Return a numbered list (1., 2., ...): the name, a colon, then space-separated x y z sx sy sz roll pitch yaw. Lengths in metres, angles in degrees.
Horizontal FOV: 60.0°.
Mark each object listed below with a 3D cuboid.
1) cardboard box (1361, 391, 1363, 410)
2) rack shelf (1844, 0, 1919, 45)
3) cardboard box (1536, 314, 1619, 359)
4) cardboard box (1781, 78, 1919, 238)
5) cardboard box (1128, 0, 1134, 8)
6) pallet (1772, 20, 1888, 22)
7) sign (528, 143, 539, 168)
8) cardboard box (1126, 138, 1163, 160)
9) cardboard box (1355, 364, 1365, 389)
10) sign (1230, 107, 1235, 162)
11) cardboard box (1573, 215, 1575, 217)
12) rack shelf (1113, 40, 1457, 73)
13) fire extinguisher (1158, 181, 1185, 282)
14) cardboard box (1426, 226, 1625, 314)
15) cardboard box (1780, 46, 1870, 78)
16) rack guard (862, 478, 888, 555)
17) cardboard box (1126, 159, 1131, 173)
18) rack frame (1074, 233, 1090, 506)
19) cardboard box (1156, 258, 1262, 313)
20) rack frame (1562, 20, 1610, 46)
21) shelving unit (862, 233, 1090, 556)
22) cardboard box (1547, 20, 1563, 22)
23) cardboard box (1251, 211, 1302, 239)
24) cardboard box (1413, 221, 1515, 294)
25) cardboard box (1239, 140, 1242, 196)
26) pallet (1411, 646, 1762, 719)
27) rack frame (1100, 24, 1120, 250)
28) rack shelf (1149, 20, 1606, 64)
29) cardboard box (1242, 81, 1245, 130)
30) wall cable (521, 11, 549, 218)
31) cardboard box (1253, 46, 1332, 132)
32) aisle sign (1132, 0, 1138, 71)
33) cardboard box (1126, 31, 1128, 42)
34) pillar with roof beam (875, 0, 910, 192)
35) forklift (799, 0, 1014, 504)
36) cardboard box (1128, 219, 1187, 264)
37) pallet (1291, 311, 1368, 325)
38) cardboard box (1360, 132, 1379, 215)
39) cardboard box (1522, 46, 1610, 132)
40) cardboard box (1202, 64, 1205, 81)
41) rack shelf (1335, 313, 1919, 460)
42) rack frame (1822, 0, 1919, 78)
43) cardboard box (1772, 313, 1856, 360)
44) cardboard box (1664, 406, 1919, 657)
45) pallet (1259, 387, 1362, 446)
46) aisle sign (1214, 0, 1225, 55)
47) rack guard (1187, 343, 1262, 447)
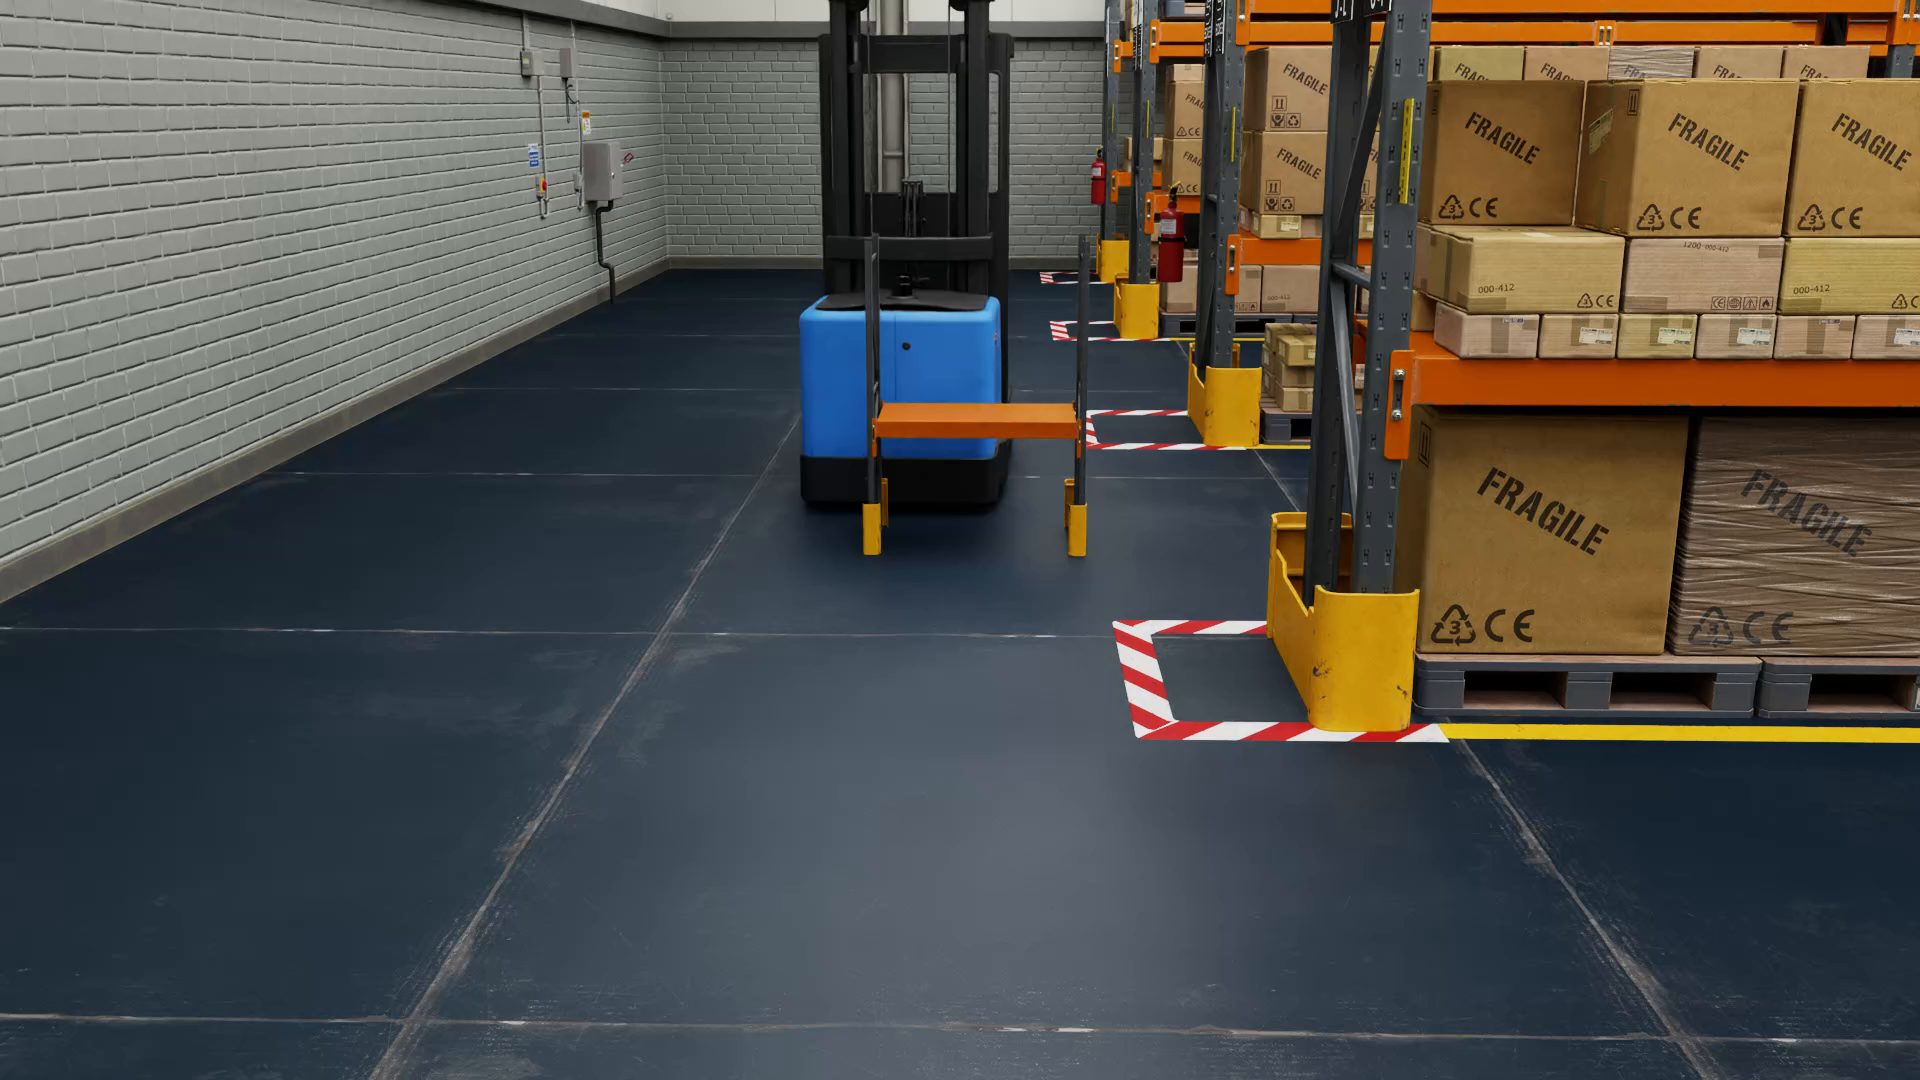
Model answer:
1. cardboard box: 2.704 -0.953 10.836 0.250 0.149 0.380 1 15 2
2. rack shelf: 7.674 -3.257 10.336 4.000 0.370 1.077 0 15 1
3. cardboard box: 2.051 -0.720 5.682 0.250 0.149 0.380 0 15 1
4. cardboard box: 2.939 -1.286 5.576 0.500 0.500 0.500 0 15 0
5. cardboard box: 2.261 -6.419 19.641 0.500 0.250 0.500 0 15 1
6. pallet: 7.936 -4.761 14.995 1.213 0.211 1.003 1 15 4
7. sign: -3.999 -3.606 15.599 0.001 0.218 0.327 0 15 1
8. cardboard box: 2.271 -4.722 20.069 0.500 0.250 0.500 0 15 2
9. cardboard box: 2.465 -1.077 10.724 0.250 0.149 0.380 0 15 1
10. sign: 1.662 -2.474 10.140 0.005 0.325 0.100 0 15 1
11. cardboard box: 3.818 -1.980 10.458 0.250 0.149 0.380 1 15 3
12. rack shelf: 3.824 -5.812 20.020 4.000 0.370 1.077 0 15 1
13. fire extinguisher: 1.436 -2.095 11.284 0.183 0.674 0.296 0 15 1
14. cardboard box: 1.921 -0.929 5.691 0.500 0.250 0.500 0 15 0
15. cardboard box: 5.198 -2.777 10.248 0.500 0.500 0.500 0 15 -1
16. rack guard: -0.422 -0.124 8.318 0.087 0.250 0.587 0 15 1
17. cardboard box: 2.146 -4.529 20.119 0.250 0.149 0.380 0 15 1
18. rack frame: 0.593 -0.721 8.134 0.032 1.500 0.500 0 15 1
19. cardboard box: 2.364 -2.442 15.916 0.875 0.438 0.875 0 15 0
20. rack frame: 5.700 -3.431 15.463 0.127 3.000 1.000 0 15 1
21. shelving unit: 0.076 -0.725 8.147 1.083 1.500 0.587 0 15 1
22. cardboard box: 7.167 -6.300 19.932 0.250 0.149 0.380 0 15 0
23. cardboard box: 1.991 -1.987 10.482 0.250 0.149 0.380 0 15 1
24. cardboard box: 1.939 -1.065 6.209 0.500 0.250 0.500 0 15 1
25. cardboard box: 2.680 -3.433 15.274 0.500 0.500 0.500 0 15 1
26. pallet: 2.249 0.404 6.395 1.213 0.211 1.003 0 15 1
27. rack frame: 1.824 -4.723 20.360 0.127 3.000 1.000 0 15 1
28. rack shelf: 3.701 -4.546 15.222 4.000 0.370 1.077 0 15 1
29. cardboard box: 2.691 -3.911 15.128 0.500 0.500 0.500 0 15 0
30. wall cable: -3.936 -3.994 15.545 0.123 1.953 0.585 0 15 1
31. cardboard box: 2.118 -2.799 10.329 0.500 0.500 0.500 0 15 1
32. aisle sign: 1.637 -4.793 15.532 0.004 0.787 0.394 0 15 1
33. cardboard box: 2.150 -6.108 20.225 0.250 0.149 0.380 1 15 3
34. pillar with roof beam: -0.958 -6.773 16.371 0.400 9.000 9.100 0 15 1
35. forklift: -0.241 -1.930 9.910 1.130 2.935 3.031 1 15 3
36. cardboard box: 2.433 -3.690 20.518 0.637 0.503 0.797 0 15 -1
37. pallet: 3.719 -2.114 15.941 1.213 0.211 1.003 0 15 1
38. cardboard box: 2.653 -2.315 10.457 0.500 0.500 0.500 0 15 2
39. cardboard box: 3.651 -2.786 10.279 0.500 0.500 0.500 0 15 0
40. cardboard box: 2.313 -4.246 15.125 0.250 0.149 0.380 1 15 3
41. rack shelf: 3.447 -0.569 6.025 4.000 0.370 1.077 0 15 1
42. rack frame: 5.675 -2.168 10.676 0.127 3.000 1.000 0 15 1
43. cardboard box: 2.822 -0.715 5.664 0.250 0.149 0.380 0 15 0
44. cardboard box: 3.000 -0.115 6.239 0.875 0.875 0.875 0 15 1
45. pallet: 2.563 -0.831 11.074 1.213 0.211 1.003 0 15 1
46. aisle sign: 1.595 -3.375 10.155 0.004 0.787 0.394 0 15 1
47. rack guard: 1.752 -0.985 11.092 0.348 0.500 1.175 0 15 1
